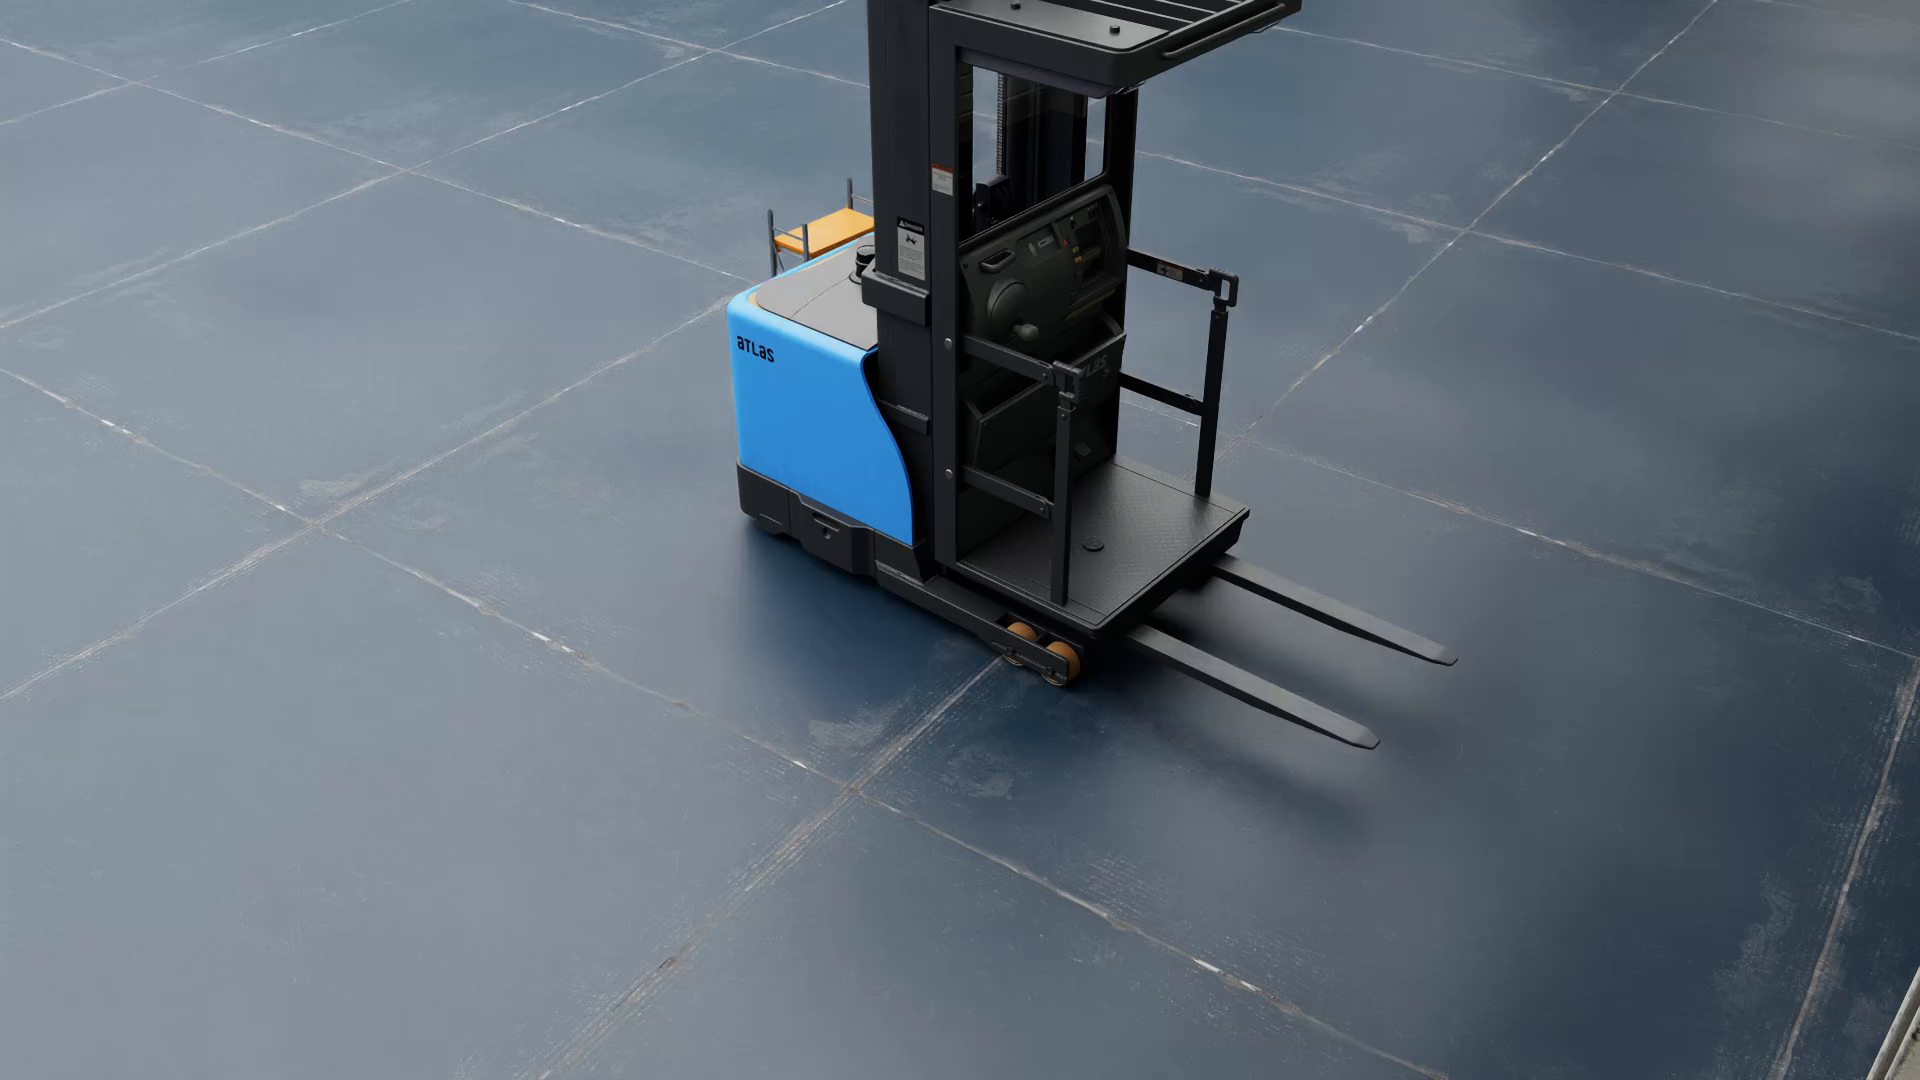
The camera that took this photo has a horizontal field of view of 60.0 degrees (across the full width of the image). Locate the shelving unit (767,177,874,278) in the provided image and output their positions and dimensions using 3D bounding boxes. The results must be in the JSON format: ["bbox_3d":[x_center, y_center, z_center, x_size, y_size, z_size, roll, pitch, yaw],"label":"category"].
[{"bbox_3d":[-0.584,-1.002,7.660,0.258,1.200,0.503,27,42,34],"label":"shelving unit"}]

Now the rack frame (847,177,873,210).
[{"bbox_3d":[-0.421,-1.103,7.811,0.240,1.200,0.015,27,42,34],"label":"rack frame"}]

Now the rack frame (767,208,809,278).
[{"bbox_3d":[-0.746,-0.900,7.510,0.240,1.200,0.015,27,42,34],"label":"rack frame"}]

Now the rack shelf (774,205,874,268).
[{"bbox_3d":[-0.584,-1.327,7.440,0.258,0.148,0.480,27,42,34],"label":"rack shelf"}]

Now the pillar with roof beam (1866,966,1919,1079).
[{"bbox_3d":[-1.189,-3.149,3.874,9.100,9.000,0.400,21,39,28],"label":"pillar with roof beam"}]

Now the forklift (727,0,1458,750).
[{"bbox_3d":[0.484,-0.989,6.096,3.031,2.935,1.130,25,41,32],"label":"forklift"}]
